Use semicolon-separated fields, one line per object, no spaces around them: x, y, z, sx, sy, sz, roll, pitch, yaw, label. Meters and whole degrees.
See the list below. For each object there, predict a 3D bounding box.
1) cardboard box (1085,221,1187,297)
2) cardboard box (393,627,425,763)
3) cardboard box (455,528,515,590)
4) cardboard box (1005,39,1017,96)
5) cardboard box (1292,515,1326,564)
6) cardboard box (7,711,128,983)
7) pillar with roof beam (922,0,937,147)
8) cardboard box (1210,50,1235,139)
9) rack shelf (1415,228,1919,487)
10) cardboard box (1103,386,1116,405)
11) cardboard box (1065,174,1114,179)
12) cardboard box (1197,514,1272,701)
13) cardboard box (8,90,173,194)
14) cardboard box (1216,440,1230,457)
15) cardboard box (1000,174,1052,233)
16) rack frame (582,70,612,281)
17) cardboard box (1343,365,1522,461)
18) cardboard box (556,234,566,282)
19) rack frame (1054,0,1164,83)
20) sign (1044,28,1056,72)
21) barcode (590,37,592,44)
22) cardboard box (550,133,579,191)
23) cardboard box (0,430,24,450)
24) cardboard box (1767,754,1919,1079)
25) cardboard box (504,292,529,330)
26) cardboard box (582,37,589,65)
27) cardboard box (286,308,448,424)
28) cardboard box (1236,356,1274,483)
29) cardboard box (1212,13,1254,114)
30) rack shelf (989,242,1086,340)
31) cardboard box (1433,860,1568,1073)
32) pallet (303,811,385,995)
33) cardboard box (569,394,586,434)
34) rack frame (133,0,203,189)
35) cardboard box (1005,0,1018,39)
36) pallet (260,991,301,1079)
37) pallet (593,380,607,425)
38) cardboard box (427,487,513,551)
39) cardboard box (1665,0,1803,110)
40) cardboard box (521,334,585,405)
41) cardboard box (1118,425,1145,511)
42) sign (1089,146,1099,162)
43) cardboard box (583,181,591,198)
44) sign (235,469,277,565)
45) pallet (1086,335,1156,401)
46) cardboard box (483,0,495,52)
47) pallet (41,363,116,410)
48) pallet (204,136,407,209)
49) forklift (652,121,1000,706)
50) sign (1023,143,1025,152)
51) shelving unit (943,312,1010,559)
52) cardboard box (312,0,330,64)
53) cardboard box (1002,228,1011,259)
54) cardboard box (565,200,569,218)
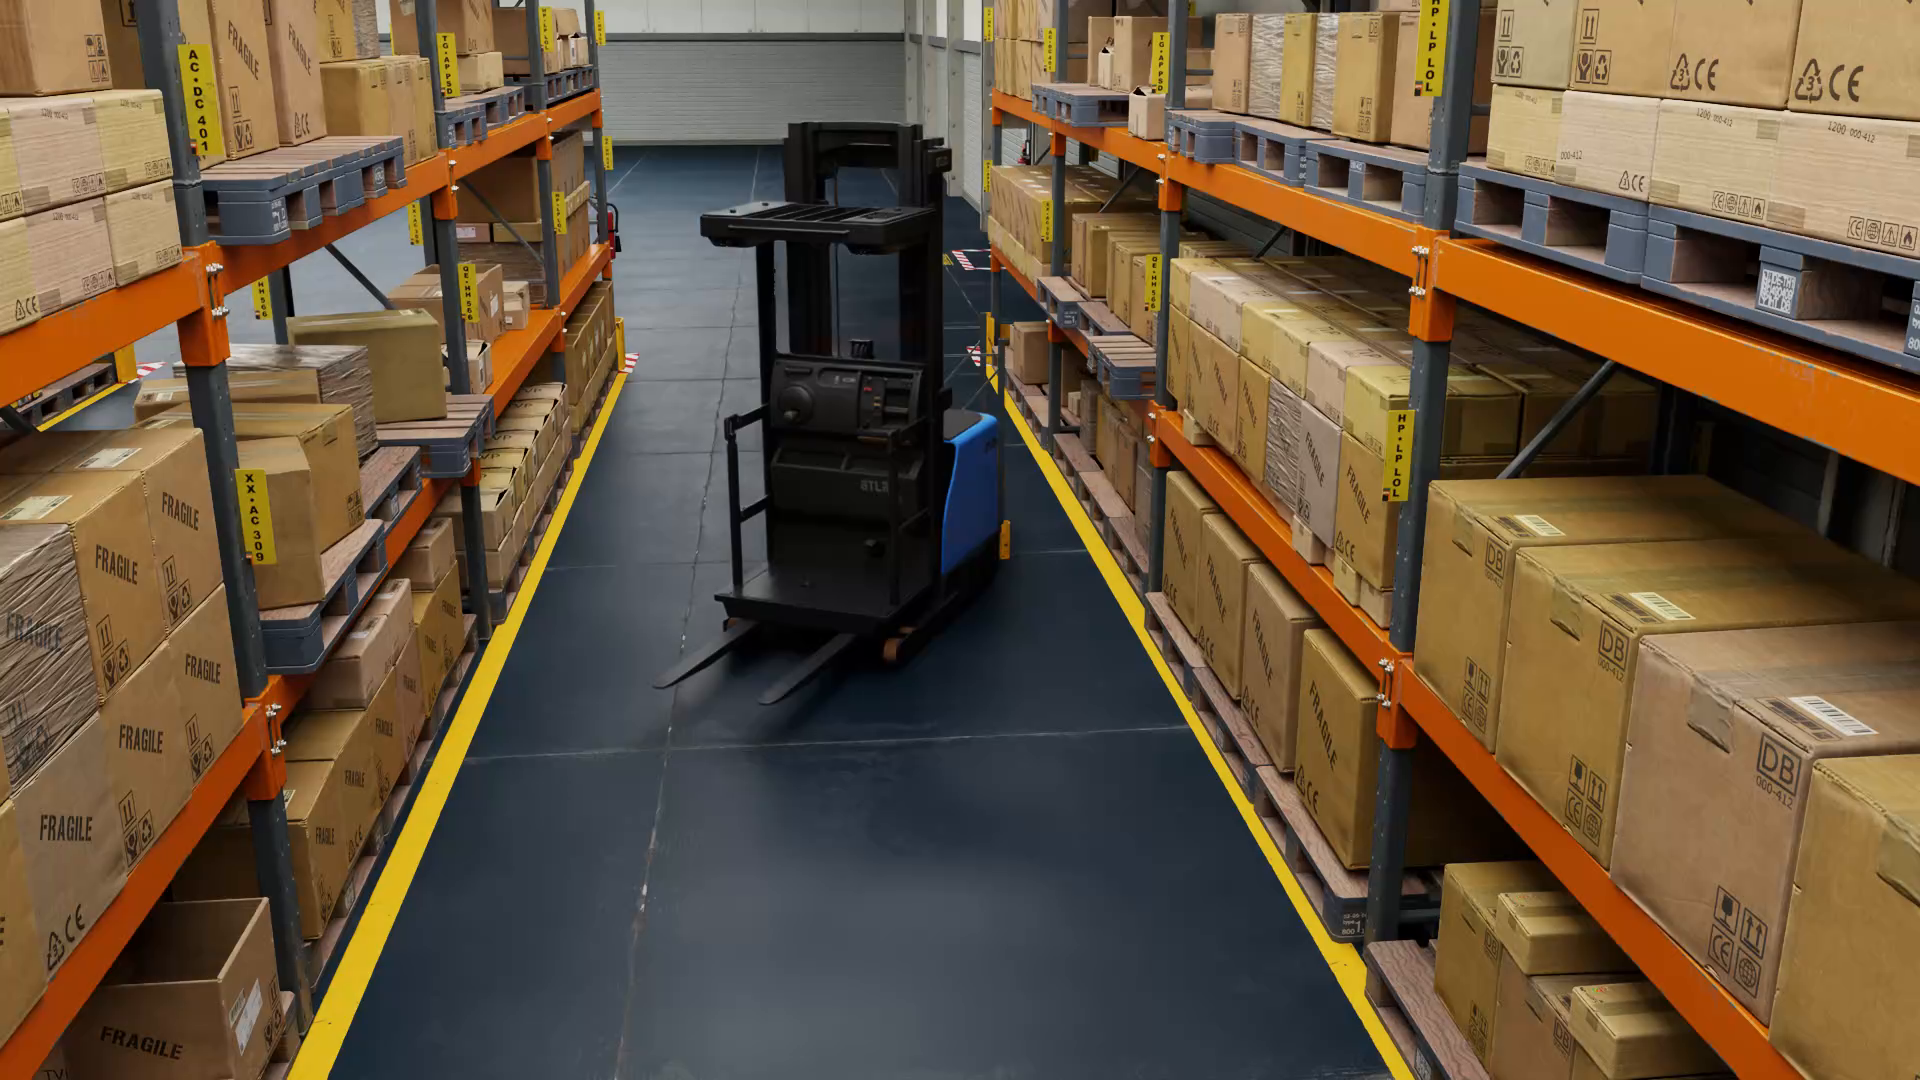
1.315;-2.119;12.518;0.700;0.500;0.500;0;17;0;cardboard box
-2.826;0.729;7.785;0.500;0.500;0.500;-2;18;-8;cardboard box
-3.031;0.111;10.204;0.500;0.250;0.500;-2;18;-6;cardboard box
0.696;-4.438;15.598;0.500;0.500;0.500;-1;17;-3;cardboard box
1.637;-0.009;7.085;0.380;0.149;0.250;-2;18;-6;cardboard box
-2.440;0.756;4.093;0.500;0.500;0.500;-1;17;-4;cardboard box
-4.992;-13.071;38.287;9.100;9.000;0.400;-2;18;-6;pillar with roof beam
1.813;-2.699;10.059;0.500;0.500;0.500;-2;18;-6;cardboard box
2.277;-0.290;3.785;1.077;0.370;4.000;-2;18;-6;rack shelf
1.387;-1.206;12.698;0.500;0.250;0.500;-2;18;-7;cardboard box
1.193;-3.231;15.924;0.500;0.500;0.500;-2;18;-7;cardboard box
1.687;0.320;8.537;0.750;0.750;0.750;-2;18;-6;cardboard box
-2.536;-1.105;4.597;0.500;0.250;0.500;-2;18;-6;cardboard box
1.571;-0.546;8.793;0.380;0.149;0.250;-2;18;-6;cardboard box
0.671;-3.215;15.876;0.500;0.500;0.500;-2;18;-7;cardboard box
-4.094;-3.219;16.921;1.000;3.000;0.127;-2;18;-6;rack frame
1.768;-0.486;6.268;0.500;0.250;0.500;-1;17;-4;cardboard box
-3.842;-2.513;14.507;0.700;0.500;0.500;-2;17;-5;cardboard box
1.245;-5.043;12.718;1.000;3.000;0.127;-2;18;-6;rack frame
0.707;-3.840;13.029;0.100;0.325;0.005;-2;18;-6;sign
-3.583;-4.852;16.146;0.001;0.075;0.075;-2;18;-6;barcode
-3.993;-3.574;15.719;0.700;0.500;0.500;-2;18;-7;cardboard box
-3.088;-0.019;4.894;0.500;0.500;0.500;-1;17;-4;cardboard box
2.335;0.883;3.356;0.980;0.700;0.700;-2;18;-6;cardboard box
-3.408;-1.707;12.329;0.396;0.266;0.258;-2;18;-7;cardboard box
-3.713;-4.510;15.344;0.500;0.250;0.500;-2;18;-6;cardboard box
-3.092;-0.899;8.665;0.700;0.500;0.500;-8;19;-24;cardboard box
1.610;-0.577;7.809;0.500;0.500;0.500;-1;17;-4;cardboard box
1.764;-2.538;8.844;0.700;0.500;0.500;-3;18;-10;cardboard box
1.039;-2.434;15.622;1.077;0.370;4.000;-2;18;-6;rack shelf
2.046;1.421;5.616;0.700;0.500;0.500;-2;17;-5;cardboard box
-2.978;1.446;6.719;1.003;0.211;1.213;-2;18;-6;pallet
-3.428;-1.063;13.944;0.500;0.250;0.500;-2;18;-6;cardboard box
-2.856;-2.506;4.635;1.000;3.000;0.127;-2;18;-6;rack frame
0.697;-4.913;15.440;0.500;0.500;0.500;-1;17;-4;cardboard box
-2.786;1.892;5.299;1.003;0.211;1.213;-2;18;-6;pallet
-3.851;-1.299;15.462;1.003;0.211;1.213;-2;18;-6;pallet
-3.031;-0.156;10.120;0.500;0.311;0.500;-1;17;-4;cardboard box
1.981;-1.242;3.748;0.500;0.500;0.500;-2;18;-5;cardboard box
-3.418;-1.421;13.833;0.500;0.500;0.500;-2;18;-6;cardboard box
1.515;-0.524;11.776;0.700;0.500;0.500;-2;18;-6;cardboard box
1.387;-4.087;17.227;0.100;0.325;0.005;-2;18;-6;sign
-3.865;-3.468;16.465;0.380;0.149;0.250;-2;18;-7;cardboard box
-2.317;-0.076;5.465;0.100;0.325;0.005;-2;18;-6;sign
1.479;-1.107;10.515;1.213;0.211;1.003;-2;18;-6;pallet
-3.657;-3.760;11.934;0.500;0.500;0.500;-2;17;-5;cardboard box
-8.888;-1.473;16.016;1.003;0.211;1.213;-2;18;-6;pallet
-2.964;-1.490;6.722;1.213;0.211;1.003;-2;18;-6;pallet
-0.736;-0.822;9.403;1.130;2.935;3.031;6;19;20;forklift
0.975;-5.901;25.406;0.001;0.329;0.234;-2;18;-6;sign
-0.008;-0.738;11.525;0.587;1.500;1.083;-2;18;-6;shelving unit
-3.125;-2.357;7.333;0.500;0.500;0.500;-2;18;-6;cardboard box
0.682;-2.849;15.962;0.500;0.250;0.500;-2;18;-7;cardboard box
-3.680;-2.932;14.757;0.380;0.149;0.250;-2;18;-6;cardboard box
